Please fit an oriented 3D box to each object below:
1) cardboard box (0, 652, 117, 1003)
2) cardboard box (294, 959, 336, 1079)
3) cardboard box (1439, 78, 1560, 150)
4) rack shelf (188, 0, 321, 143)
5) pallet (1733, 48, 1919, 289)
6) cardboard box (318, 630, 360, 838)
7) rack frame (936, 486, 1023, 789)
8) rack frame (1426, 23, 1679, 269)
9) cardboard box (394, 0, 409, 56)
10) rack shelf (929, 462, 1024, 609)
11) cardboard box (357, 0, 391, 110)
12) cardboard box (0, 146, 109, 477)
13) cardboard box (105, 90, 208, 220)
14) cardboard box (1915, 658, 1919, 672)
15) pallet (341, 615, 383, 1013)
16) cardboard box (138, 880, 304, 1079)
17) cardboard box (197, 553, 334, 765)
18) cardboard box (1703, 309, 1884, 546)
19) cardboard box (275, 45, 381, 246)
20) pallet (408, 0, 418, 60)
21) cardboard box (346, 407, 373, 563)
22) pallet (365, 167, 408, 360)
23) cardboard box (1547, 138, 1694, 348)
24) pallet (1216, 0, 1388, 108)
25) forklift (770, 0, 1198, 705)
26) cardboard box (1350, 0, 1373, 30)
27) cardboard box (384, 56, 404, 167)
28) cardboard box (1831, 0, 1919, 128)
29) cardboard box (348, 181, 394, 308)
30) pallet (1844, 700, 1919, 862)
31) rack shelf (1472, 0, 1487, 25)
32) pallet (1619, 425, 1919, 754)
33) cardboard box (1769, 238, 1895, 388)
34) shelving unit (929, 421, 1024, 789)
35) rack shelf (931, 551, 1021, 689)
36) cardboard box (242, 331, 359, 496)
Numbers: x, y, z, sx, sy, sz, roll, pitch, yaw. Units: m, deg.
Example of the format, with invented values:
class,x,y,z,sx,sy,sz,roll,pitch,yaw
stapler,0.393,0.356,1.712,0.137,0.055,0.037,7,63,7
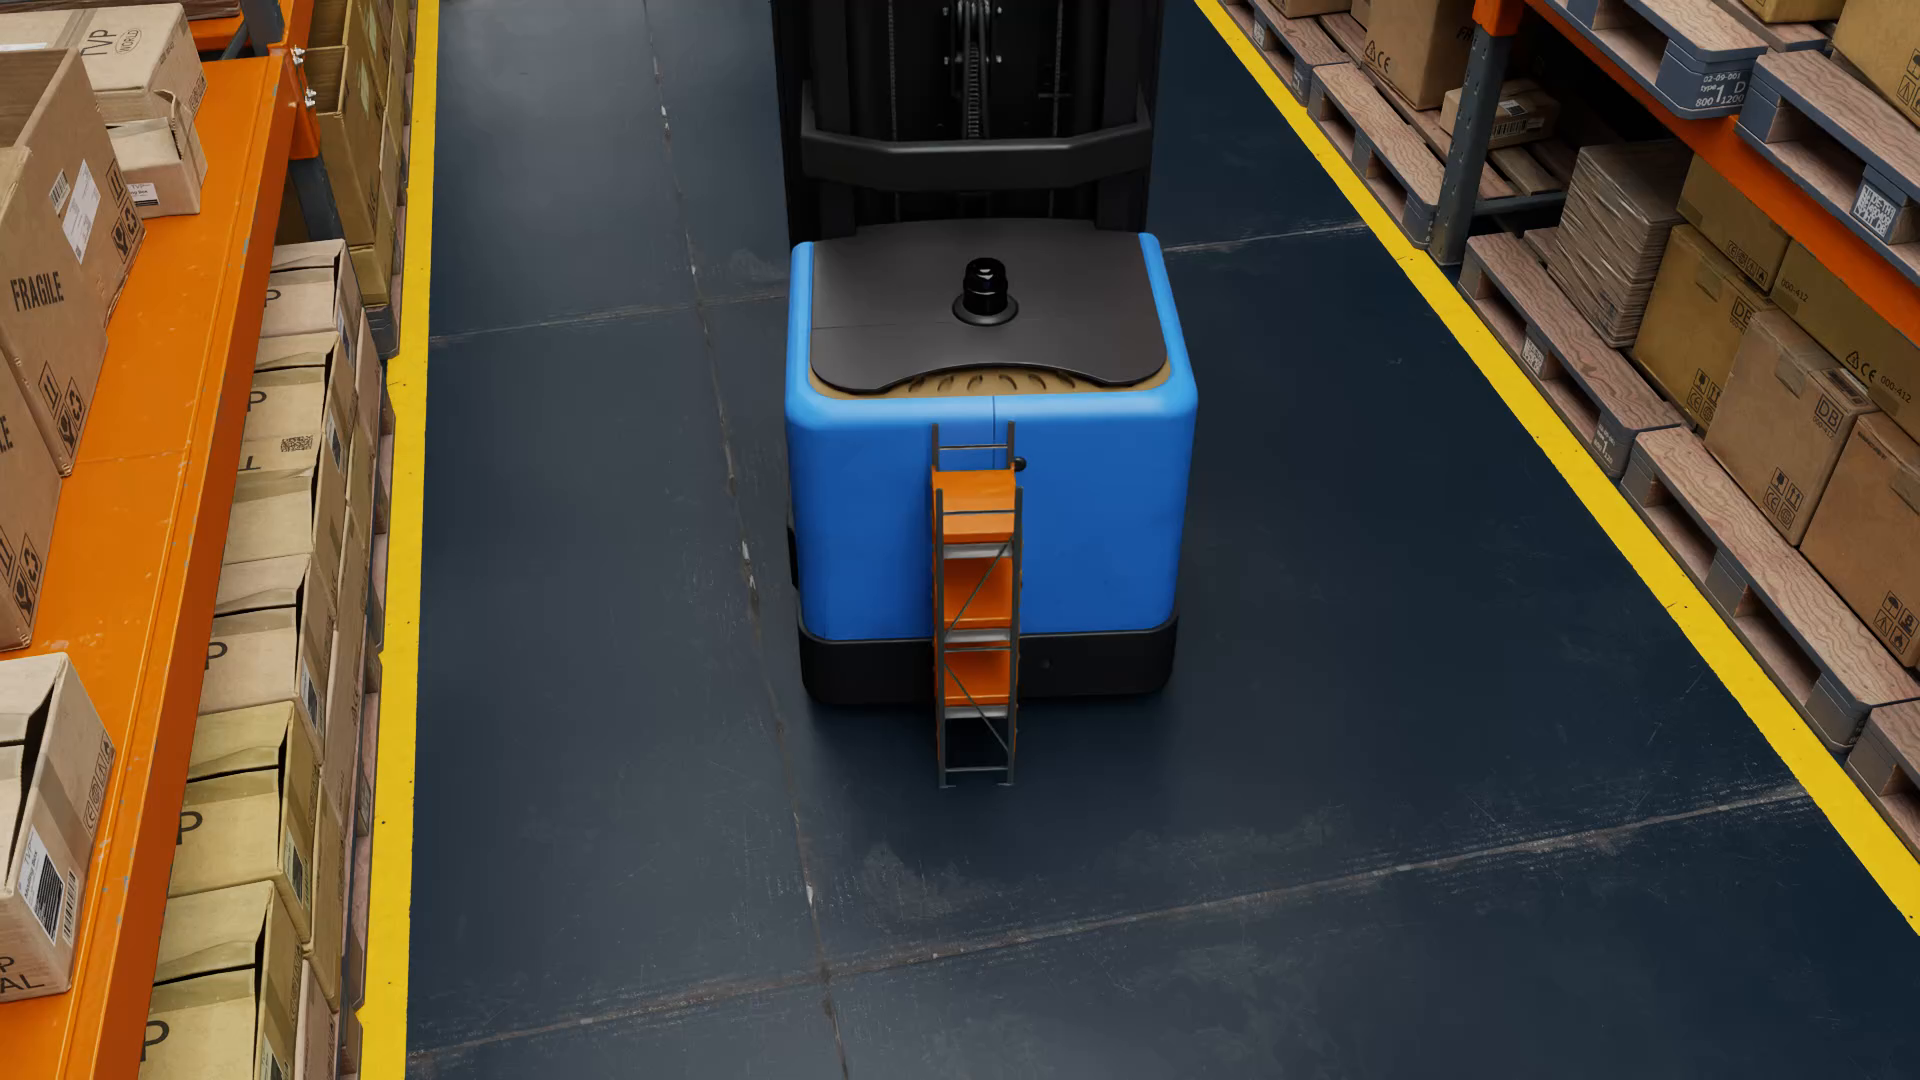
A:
class,x,y,z,sx,sy,sz,roll,pitch,yaw
cardboard box,-1.645,0.447,2.554,0.500,0.311,0.500,-9,42,-10
cardboard box,-1.577,1.185,3.410,0.500,0.250,0.500,-9,42,-10
cardboard box,2.187,-1.731,6.744,0.380,0.166,0.250,-14,43,-15
rack shelf,-2.936,-2.599,6.460,1.077,0.370,4.000,-8,42,-9
pallet,2.728,-0.897,4.145,1.003,0.211,1.213,-8,42,-9
cardboard box,-1.805,0.517,4.163,0.500,0.250,0.500,-8,42,-8
rack frame,0.044,0.274,4.150,0.200,1.050,0.008,-2,42,-2
rack frame,2.332,-2.284,5.563,1.000,3.000,0.127,-8,42,-9
cardboard box,-2.734,-2.342,7.383,0.500,0.250,0.500,-8,42,-9
rack shelf,0.038,-0.011,4.060,0.215,0.259,0.240,-2,42,-2
cardboard box,-2.515,-1.974,6.405,0.500,0.500,0.500,-8,42,-9
cardboard box,-2.133,-0.443,3.414,0.500,0.500,0.500,-8,42,-9
cardboard box,-2.136,-0.978,4.193,0.396,0.266,0.258,-9,42,-10
cardboard box,2.991,0.269,4.238,0.700,0.500,0.500,-8,42,-9
pallet,-2.041,0.736,4.262,1.003,0.211,1.213,-8,42,-9
cardboard box,-1.589,0.962,3.239,0.500,0.311,0.500,-9,42,-10
cardboard box,-1.809,0.298,3.987,0.500,0.311,0.500,-9,42,-10
cardboard box,2.738,-0.375,4.964,0.700,0.500,0.500,-8,42,-9
cardboard box,-2.299,-1.326,5.675,0.500,0.500,0.500,-8,42,-9
pallet,-3.162,-2.632,8.056,1.003,0.211,1.213,-8,42,-9
cardboard box,-2.025,-0.145,4.909,0.500,0.250,0.500,-9,42,-10
pallet,-2.635,-1.050,6.274,1.003,0.211,1.213,-8,42,-9
cardboard box,2.507,-1.039,5.712,0.700,0.500,0.500,-7,42,-8
pallet,1.885,-2.464,7.866,1.003,0.211,1.213,-8,42,-9
forklift,0.009,-1.602,4.847,1.130,2.935,3.031,-2,42,-2
cardboard box,2.006,-2.422,7.535,0.380,0.149,0.250,-12,43,-13
cardboard box,-2.514,-1.694,6.654,0.500,0.250,0.500,-8,42,-9
cardboard box,2.694,-1.365,4.122,0.700,0.500,0.500,-3,42,-3
cardboard box,-2.309,-1.044,5.922,0.500,0.250,0.500,-8,42,-9
pallet,3.028,0.845,4.139,1.003,0.211,1.213,-8,42,-9
rack shelf,1.900,-3.311,7.263,1.077,0.370,4.000,-8,42,-9
pallet,2.768,0.056,5.028,1.003,0.211,1.213,-8,42,-9
cardboard box,2.721,-0.698,4.763,0.500,0.250,0.500,-9,42,-11
shelving unit,0.038,0.194,4.241,0.215,1.050,0.252,-2,42,-2
rack shelf,0.038,0.201,4.248,0.215,0.259,0.240,-2,42,-2
cardboard box,-2.019,-0.352,4.720,0.500,0.311,0.500,-7,42,-8
